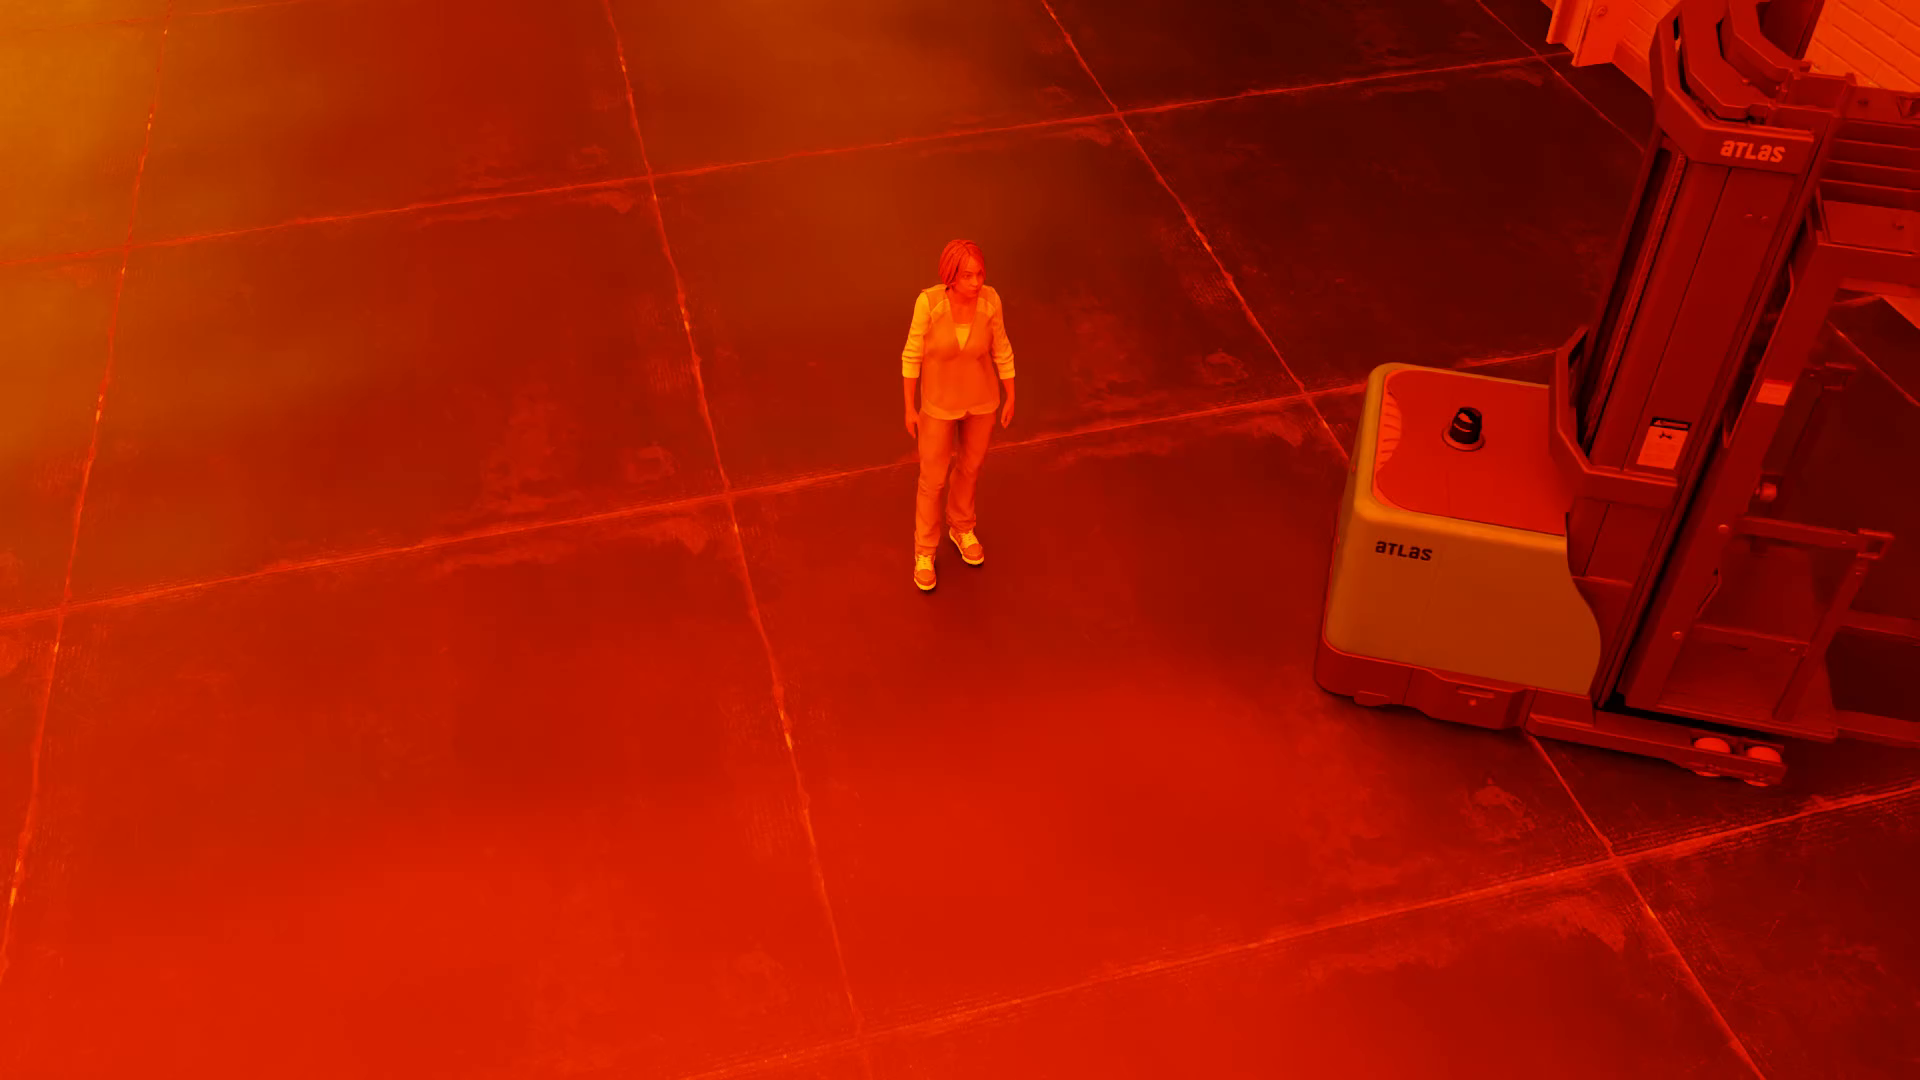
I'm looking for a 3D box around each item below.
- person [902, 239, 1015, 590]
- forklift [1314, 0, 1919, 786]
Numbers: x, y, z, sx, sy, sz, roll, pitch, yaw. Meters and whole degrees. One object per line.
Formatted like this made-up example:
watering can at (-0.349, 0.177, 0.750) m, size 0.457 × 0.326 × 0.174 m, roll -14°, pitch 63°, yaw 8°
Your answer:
person at (0.005, -0.532, 7.174) m, size 0.521 × 1.590 × 0.475 m, roll -10°, pitch 44°, yaw -11°
forklift at (3.078, -0.477, 6.150) m, size 3.031 × 2.935 × 1.130 m, roll 10°, pitch 44°, yaw 10°
